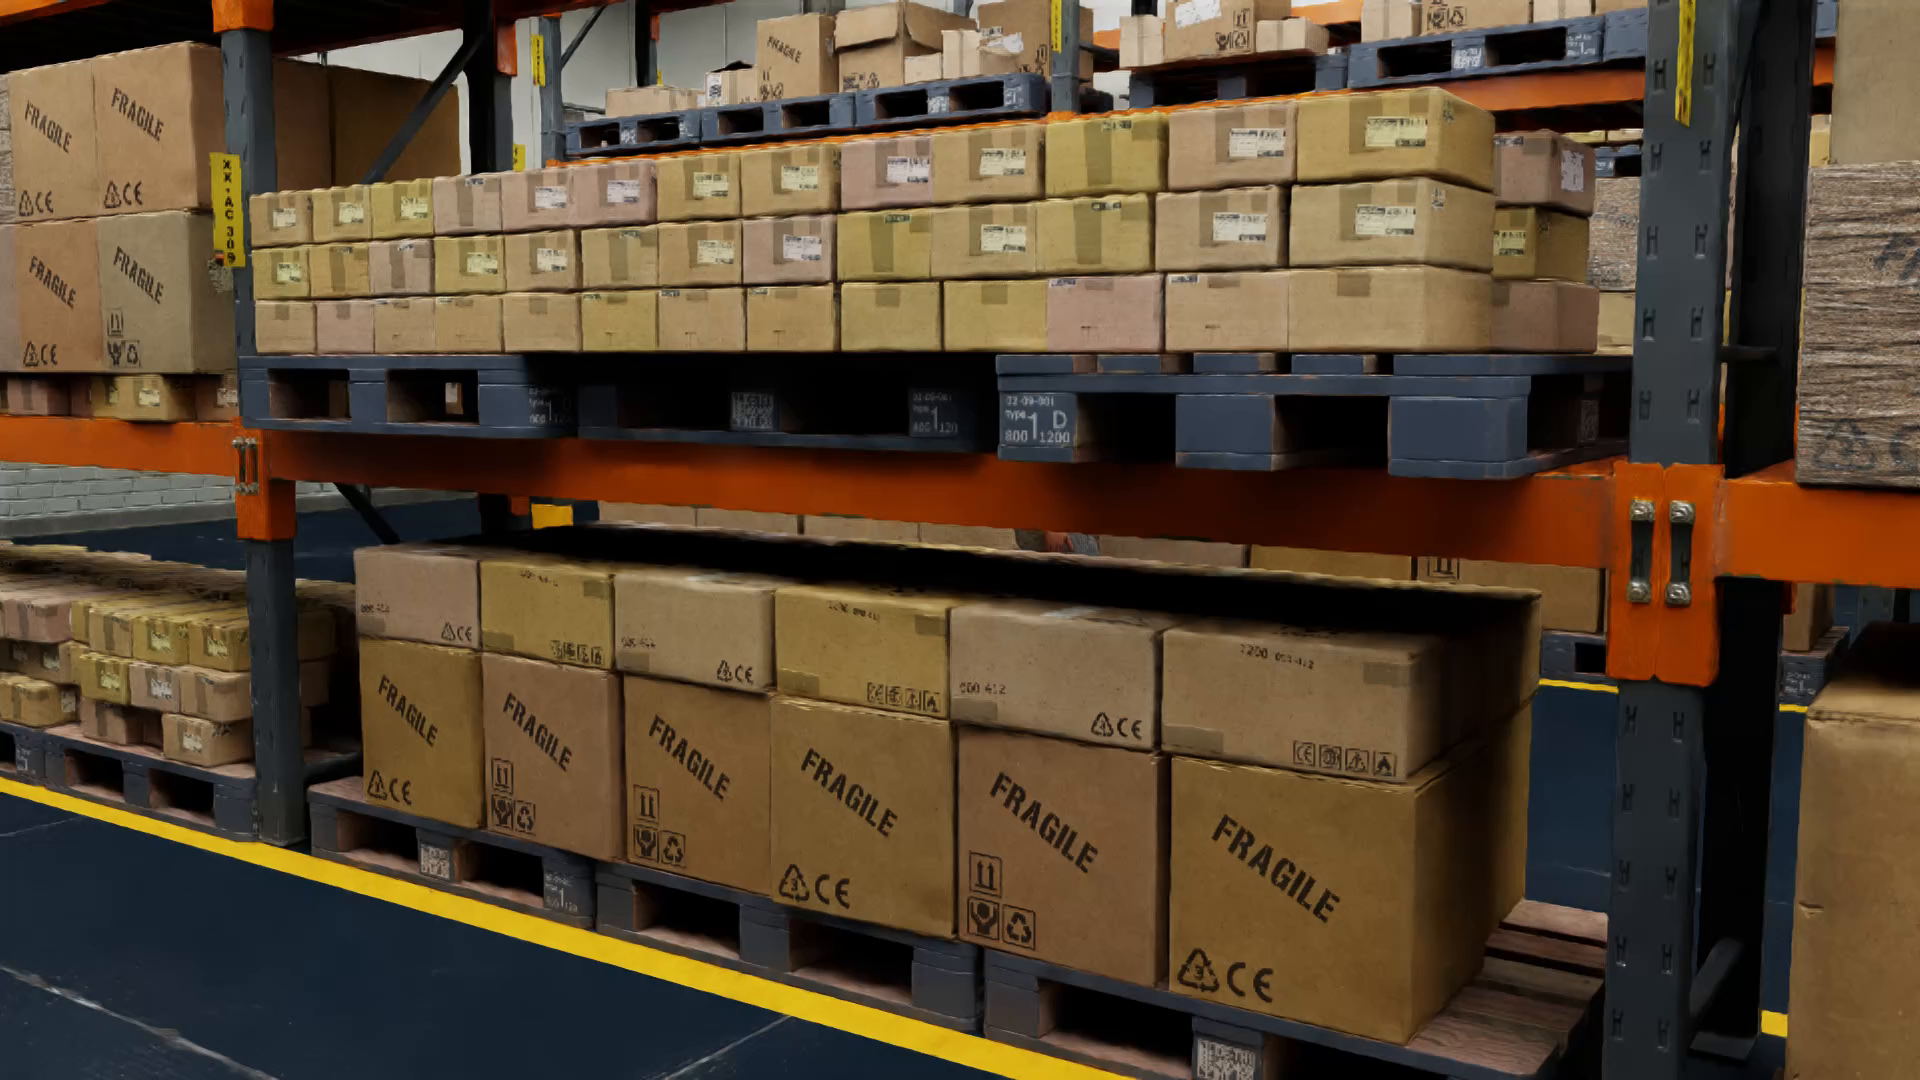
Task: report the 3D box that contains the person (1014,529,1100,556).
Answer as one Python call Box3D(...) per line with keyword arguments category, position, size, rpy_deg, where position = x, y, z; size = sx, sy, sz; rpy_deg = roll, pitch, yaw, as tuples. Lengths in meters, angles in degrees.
Box3D(category="person", position=(0.334, -0.082, 6.267), size=(0.510, 1.758, 0.603), rpy_deg=(0, 6, 1))
